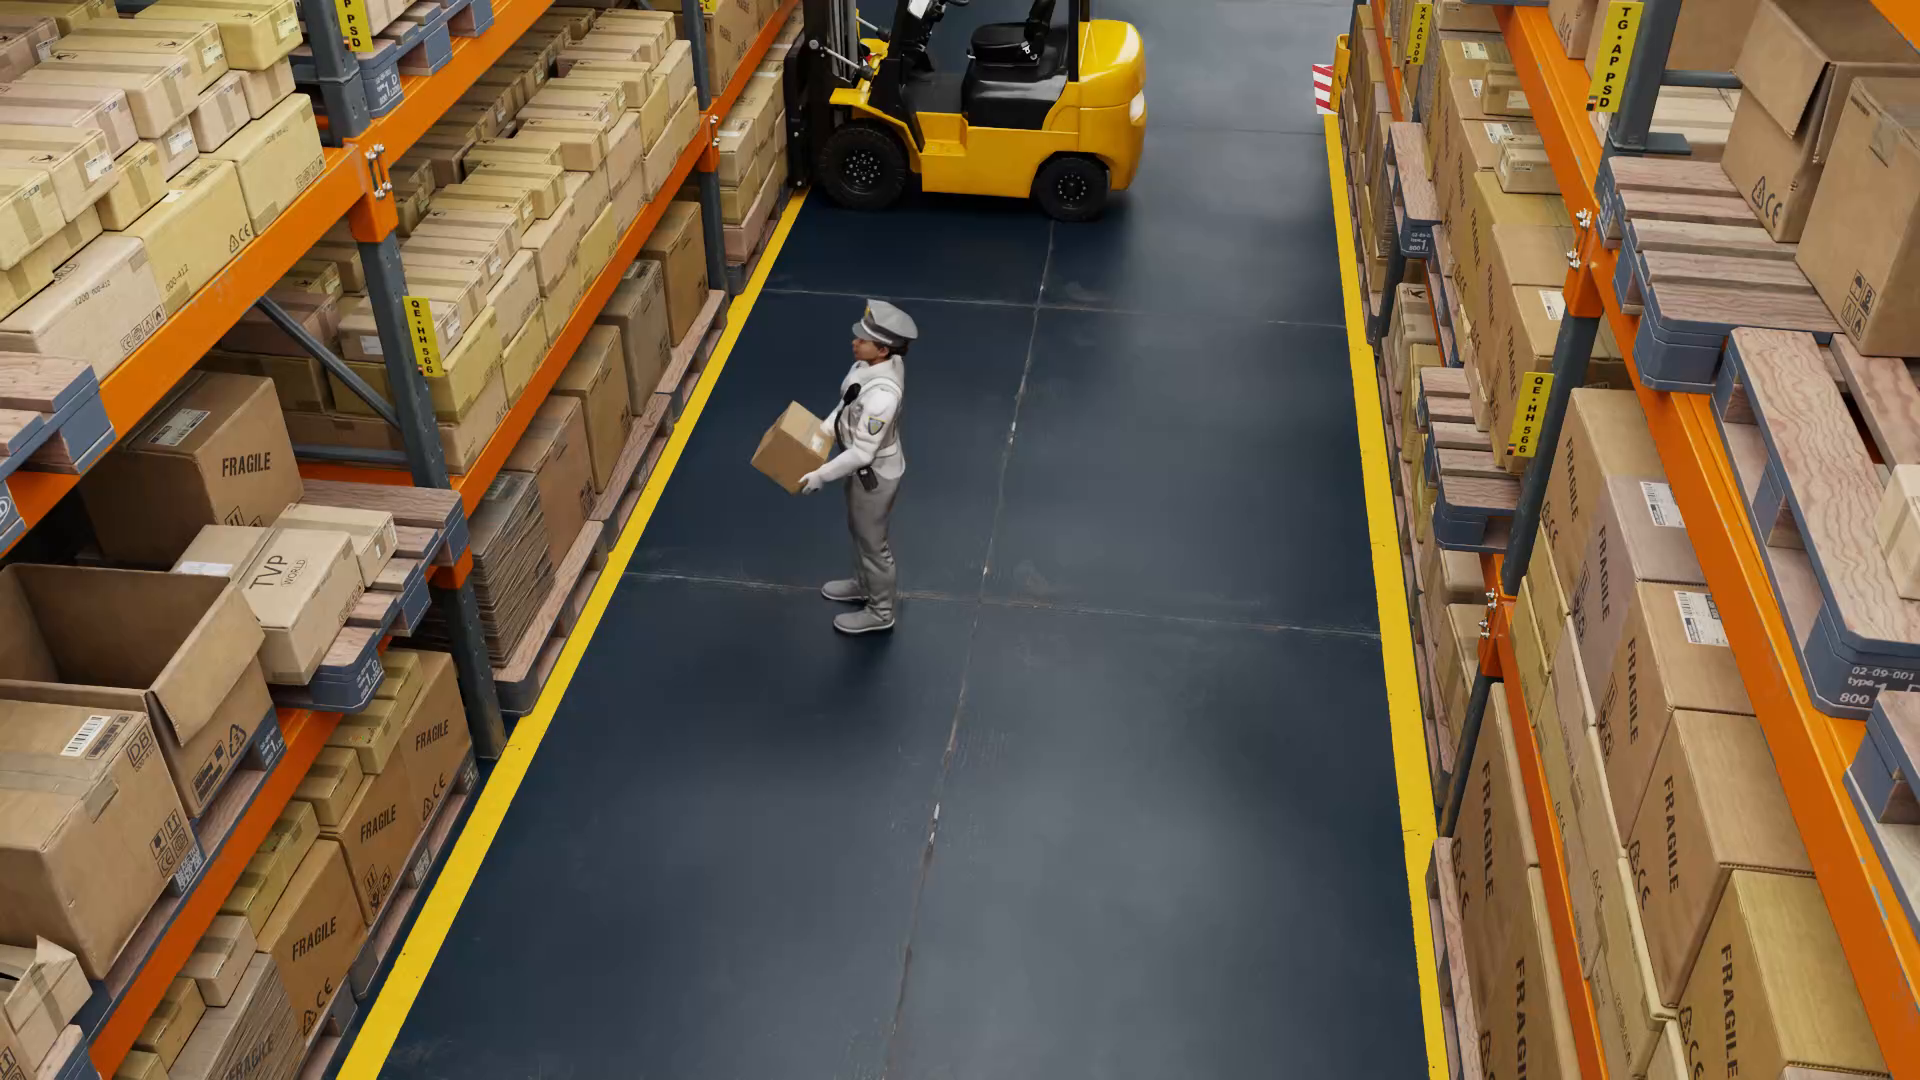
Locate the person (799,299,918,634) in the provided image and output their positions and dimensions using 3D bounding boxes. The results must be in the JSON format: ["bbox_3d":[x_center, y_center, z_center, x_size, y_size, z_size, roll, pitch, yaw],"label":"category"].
[{"bbox_3d":[-0.449,-0.312,7.429,0.535,1.701,0.511,-2,36,-3],"label":"person"}]
